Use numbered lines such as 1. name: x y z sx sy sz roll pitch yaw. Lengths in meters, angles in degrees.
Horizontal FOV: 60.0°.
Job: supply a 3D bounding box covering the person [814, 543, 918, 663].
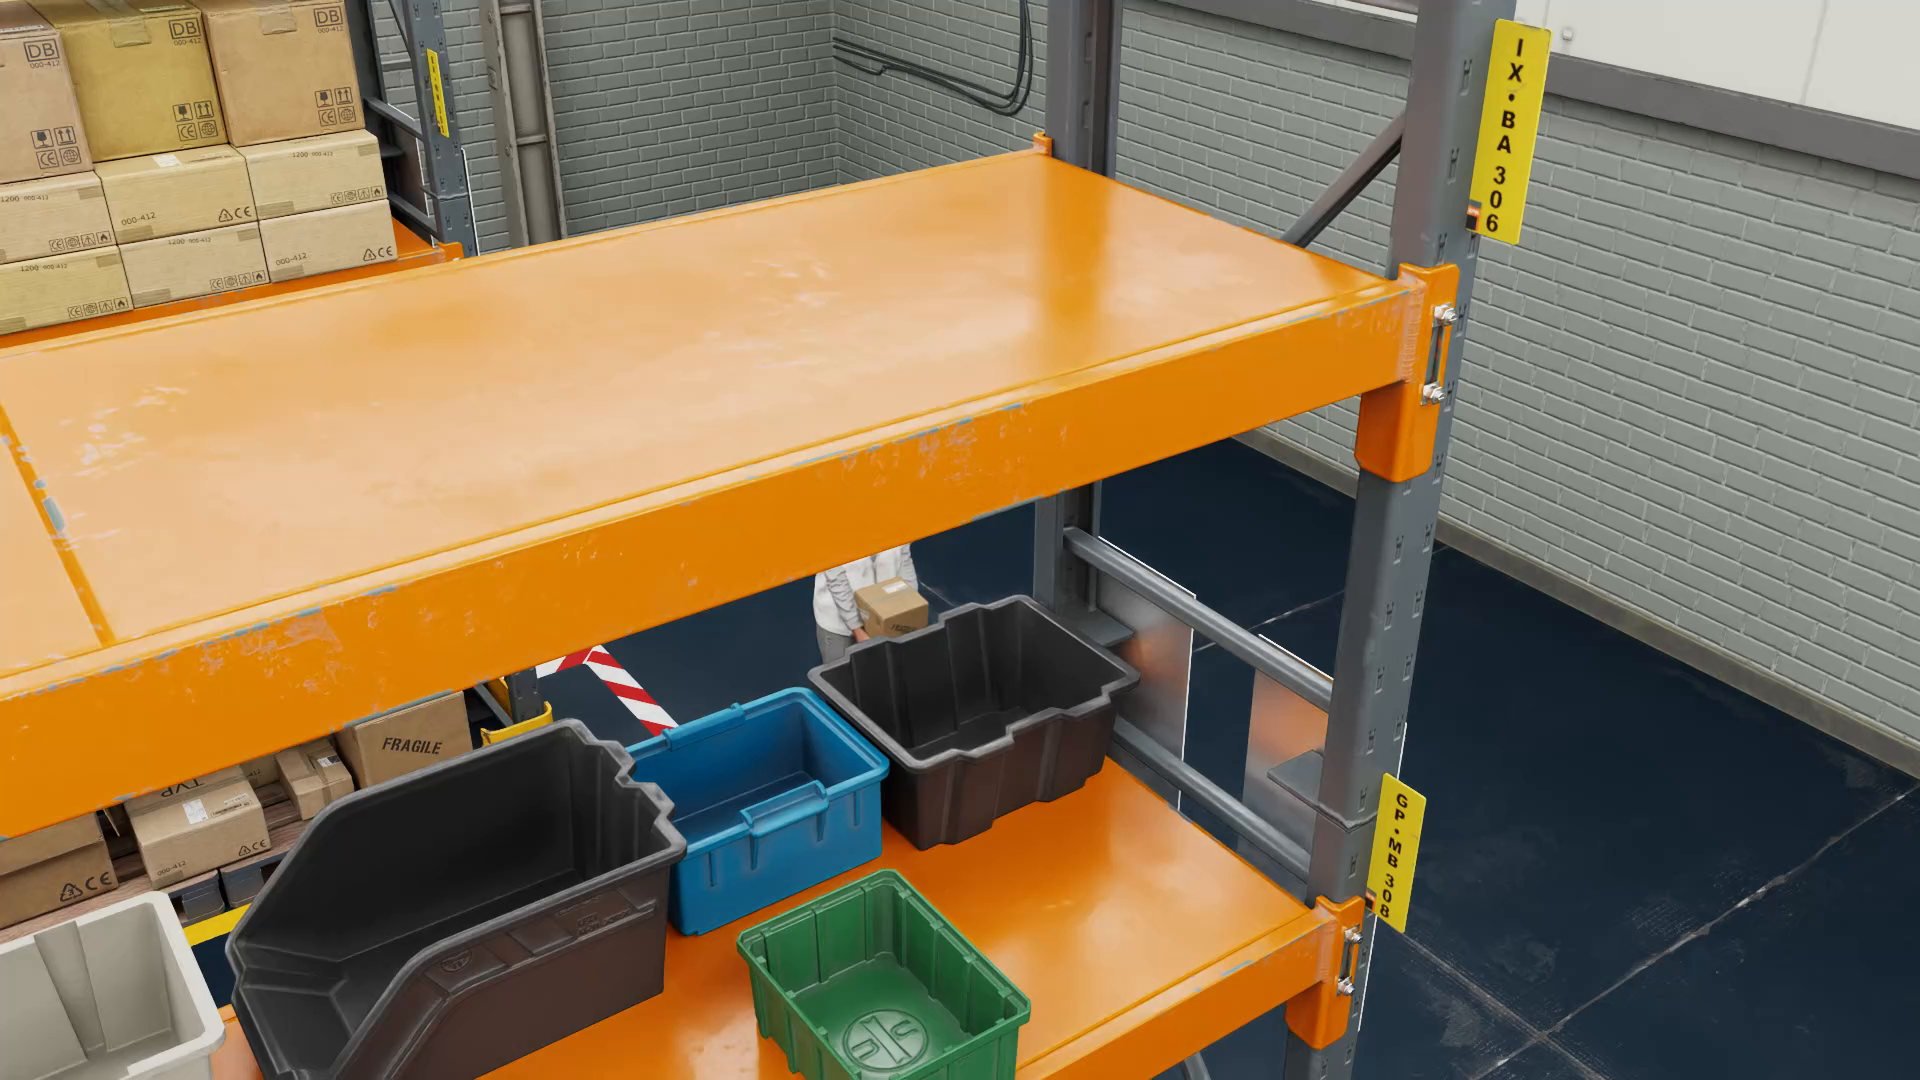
1. person: -0.413 0.403 7.913 0.495 1.768 0.546 -18 33 -30
